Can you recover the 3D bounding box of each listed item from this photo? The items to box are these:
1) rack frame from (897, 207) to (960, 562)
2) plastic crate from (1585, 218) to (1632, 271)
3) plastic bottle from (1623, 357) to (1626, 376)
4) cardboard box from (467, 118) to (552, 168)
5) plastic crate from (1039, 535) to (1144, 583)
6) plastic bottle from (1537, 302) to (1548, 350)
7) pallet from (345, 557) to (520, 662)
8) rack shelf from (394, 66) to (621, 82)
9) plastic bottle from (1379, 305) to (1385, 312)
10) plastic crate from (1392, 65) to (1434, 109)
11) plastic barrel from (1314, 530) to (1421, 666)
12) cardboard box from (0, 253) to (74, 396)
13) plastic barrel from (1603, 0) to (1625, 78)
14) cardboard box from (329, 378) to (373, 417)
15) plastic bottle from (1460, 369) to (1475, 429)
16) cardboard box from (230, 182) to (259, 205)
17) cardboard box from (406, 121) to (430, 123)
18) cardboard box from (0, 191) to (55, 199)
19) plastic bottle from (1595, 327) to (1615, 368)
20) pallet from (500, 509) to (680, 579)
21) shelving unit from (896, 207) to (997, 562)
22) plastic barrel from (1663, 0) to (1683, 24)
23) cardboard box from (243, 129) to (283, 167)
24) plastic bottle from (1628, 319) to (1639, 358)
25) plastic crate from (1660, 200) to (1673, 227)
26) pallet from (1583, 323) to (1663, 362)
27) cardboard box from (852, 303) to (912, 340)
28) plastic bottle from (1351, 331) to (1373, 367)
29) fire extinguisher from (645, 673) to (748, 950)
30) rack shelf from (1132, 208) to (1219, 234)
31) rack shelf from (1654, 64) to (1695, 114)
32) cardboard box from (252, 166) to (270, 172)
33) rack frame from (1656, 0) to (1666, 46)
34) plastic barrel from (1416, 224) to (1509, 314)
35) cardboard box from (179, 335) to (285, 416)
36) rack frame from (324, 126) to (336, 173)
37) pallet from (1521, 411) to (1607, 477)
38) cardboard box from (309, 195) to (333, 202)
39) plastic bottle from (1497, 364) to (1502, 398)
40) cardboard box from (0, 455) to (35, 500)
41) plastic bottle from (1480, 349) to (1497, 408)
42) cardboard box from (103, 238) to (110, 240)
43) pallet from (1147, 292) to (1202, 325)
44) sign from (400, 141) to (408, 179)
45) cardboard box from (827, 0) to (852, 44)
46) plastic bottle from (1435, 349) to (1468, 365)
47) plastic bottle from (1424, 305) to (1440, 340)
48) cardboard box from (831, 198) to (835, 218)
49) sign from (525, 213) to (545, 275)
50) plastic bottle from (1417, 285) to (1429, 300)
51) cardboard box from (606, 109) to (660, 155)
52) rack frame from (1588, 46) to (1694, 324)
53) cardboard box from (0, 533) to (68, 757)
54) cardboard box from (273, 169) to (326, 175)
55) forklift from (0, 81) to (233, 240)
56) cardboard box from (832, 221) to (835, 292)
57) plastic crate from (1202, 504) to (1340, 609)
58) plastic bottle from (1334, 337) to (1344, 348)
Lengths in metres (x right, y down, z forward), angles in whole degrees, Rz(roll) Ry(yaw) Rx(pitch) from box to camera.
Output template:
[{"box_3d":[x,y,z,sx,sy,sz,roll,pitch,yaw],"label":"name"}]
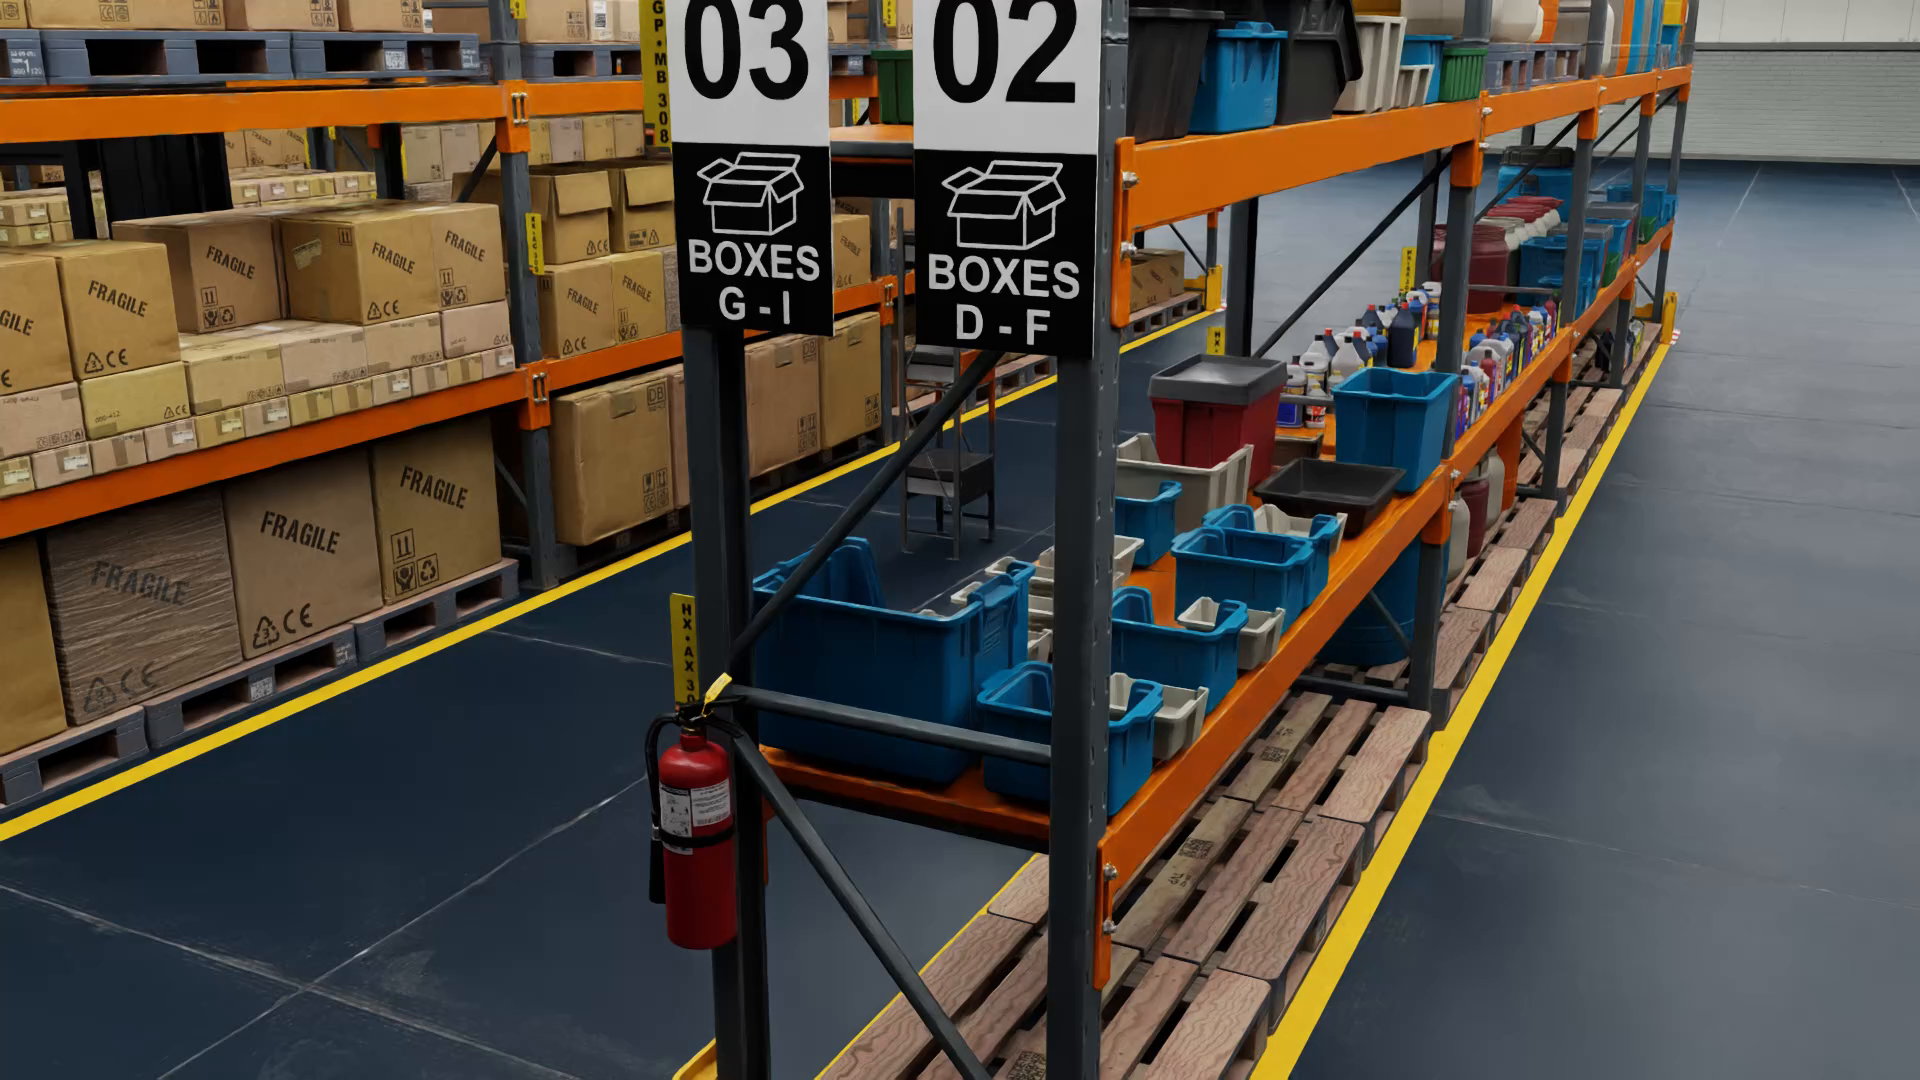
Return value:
[{"box_3d":[-0.183,-0.902,9.874,0.400,2.100,0.015,8,18,25],"label":"rack frame"},{"box_3d":[4.999,-2.296,13.013,0.392,0.384,0.575,8,18,25],"label":"plastic crate"},{"box_3d":[5.793,-1.545,14.599,0.097,0.201,0.097,0,17,0],"label":"plastic bottle"},{"box_3d":[-4.507,-3.922,16.530,0.700,0.500,0.500,8,18,25],"label":"cardboard box"},{"box_3d":[0.414,0.076,5.359,0.298,0.136,0.250,8,18,25],"label":"plastic crate"},{"box_3d":[3.369,-1.251,9.692,0.097,0.271,0.097,0,17,0],"label":"plastic bottle"},{"box_3d":[-3.202,0.304,9.129,1.003,0.211,1.213,8,18,25],"label":"pallet"},{"box_3d":[-4.503,-4.494,16.383,1.077,0.370,4.000,8,18,25],"label":"rack shelf"},{"box_3d":[2.386,-1.191,9.472,0.061,0.283,0.133,8,18,25],"label":"plastic bottle"},{"box_3d":[1.411,-1.525,5.586,0.293,0.136,0.466,8,18,25],"label":"plastic crate"},{"box_3d":[1.897,0.082,7.928,0.600,0.901,0.708,8,18,25],"label":"plastic barrel"},{"box_3d":[-3.900,-0.843,6.518,0.500,0.500,0.500,8,18,24],"label":"cardboard box"},{"box_3d":[3.987,-3.465,10.773,0.600,0.901,0.600,0,17,0],"label":"plastic barrel"},{"box_3d":[-3.095,-0.714,8.102,0.380,0.149,0.250,8,19,26],"label":"cardboard box"},{"box_3d":[2.322,-0.654,7.684,0.097,0.271,0.097,0,17,0],"label":"plastic bottle"},{"box_3d":[-5.786,-2.746,13.159,0.380,0.149,0.250,9,19,28],"label":"cardboard box"},{"box_3d":[-7.196,-5.521,21.390,0.700,0.500,0.500,8,18,24],"label":"cardboard box"},{"box_3d":[-6.943,-2.500,12.333,0.380,0.149,0.250,7,18,24],"label":"cardboard box"},{"box_3d":[5.816,-1.736,14.981,0.144,0.351,0.185,8,18,25],"label":"plastic bottle"},{"box_3d":[-2.515,-0.086,10.442,1.003,0.211,1.213,8,18,25],"label":"pallet"},{"box_3d":[-0.074,-0.964,10.083,0.431,2.100,0.503,8,18,25],"label":"shelving unit"},{"box_3d":[6.605,-5.066,15.975,0.600,0.588,0.600,0,17,0],"label":"plastic barrel"},{"box_3d":[-8.305,-4.633,19.420,0.500,0.500,0.500,8,18,26],"label":"cardboard box"},{"box_3d":[6.219,-1.874,15.446,0.144,0.351,0.185,8,18,25],"label":"plastic bottle"},{"box_3d":[6.749,-3.241,16.430,0.499,0.251,0.408,8,18,25],"label":"plastic crate"},{"box_3d":[6.641,-2.074,17.138,1.003,0.211,1.213,8,18,25],"label":"pallet"},{"box_3d":[-0.733,-1.782,13.555,0.500,0.250,0.500,9,19,28],"label":"cardboard box"},{"box_3d":[1.968,-0.867,8.262,0.144,0.351,0.185,8,18,25],"label":"plastic bottle"},{"box_3d":[-0.623,0.629,3.929,0.296,0.674,0.183,8,18,25],"label":"fire extinguisher"},{"box_3d":[1.676,-3.419,18.029,1.077,0.370,4.000,8,18,25],"label":"rack shelf"},{"box_3d":[6.107,-4.226,15.481,1.077,0.370,4.000,8,18,25],"label":"rack shelf"},{"box_3d":[-8.283,-4.294,19.418,0.380,0.149,0.250,8,18,24],"label":"cardboard box"},{"box_3d":[5.213,-5.500,13.236,1.000,3.000,0.127,8,18,25],"label":"rack frame"},{"box_3d":[3.362,-1.827,11.168,0.600,0.536,0.708,8,18,25],"label":"plastic barrel"},{"box_3d":[-3.441,-0.750,7.523,0.500,0.250,0.500,8,18,24],"label":"cardboard box"},{"box_3d":[-8.083,-4.515,20.457,1.000,3.000,0.127,8,18,25],"label":"rack frame"},{"box_3d":[4.353,-0.770,12.747,1.003,0.211,1.213,8,18,25],"label":"pallet"},{"box_3d":[-5.444,-2.796,13.851,0.380,0.149,0.250,9,19,27],"label":"cardboard box"},{"box_3d":[2.676,-0.822,8.373,0.097,0.201,0.097,0,17,0],"label":"plastic bottle"},{"box_3d":[-3.898,-0.256,6.560,0.380,0.149,0.250,8,18,24],"label":"cardboard box"},{"box_3d":[2.581,-0.796,8.139,0.061,0.283,0.133,8,18,25],"label":"plastic bottle"},{"box_3d":[-6.363,-2.130,12.132,0.380,0.149,0.250,8,18,26],"label":"cardboard box"},{"box_3d":[2.141,-2.714,19.292,1.003,0.211,1.213,8,18,25],"label":"pallet"},{"box_3d":[-4.907,-3.342,14.615,0.100,0.325,0.005,8,18,25],"label":"sign"},{"box_3d":[-1.213,-3.759,11.726,0.797,0.503,0.637,9,19,29],"label":"cardboard box"},{"box_3d":[2.464,-0.851,8.340,0.152,0.276,0.135,8,18,25],"label":"plastic bottle"},{"box_3d":[2.857,-1.312,10.021,0.097,0.201,0.097,0,17,0],"label":"plastic bottle"},{"box_3d":[-1.346,-2.580,12.004,0.797,0.503,0.637,9,19,27],"label":"cardboard box"},{"box_3d":[-2.295,-1.599,8.980,0.100,0.325,0.005,8,18,25],"label":"sign"},{"box_3d":[2.867,-1.448,10.358,0.097,0.271,0.097,0,17,0],"label":"plastic bottle"},{"box_3d":[-3.414,-4.590,18.550,0.875,0.550,0.550,8,18,25],"label":"cardboard box"},{"box_3d":[7.001,-3.643,17.520,1.000,3.000,0.127,8,18,25],"label":"rack frame"},{"box_3d":[-4.365,0.447,6.747,0.875,0.875,0.875,8,18,25],"label":"cardboard box"},{"box_3d":[-5.779,-3.164,14.567,0.380,0.149,0.250,8,18,25],"label":"cardboard box"},{"box_3d":[-5.462,-1.559,10.626,3.031,2.935,1.130,2,17,5],"label":"forklift"},{"box_3d":[-1.232,-2.000,11.813,0.500,0.500,0.500,8,18,25],"label":"cardboard box"},{"box_3d":[0.978,0.051,5.272,0.416,0.233,0.300,8,18,25],"label":"plastic crate"},{"box_3d":[1.914,-0.890,8.469,0.152,0.276,0.135,8,18,25],"label":"plastic bottle"}]
